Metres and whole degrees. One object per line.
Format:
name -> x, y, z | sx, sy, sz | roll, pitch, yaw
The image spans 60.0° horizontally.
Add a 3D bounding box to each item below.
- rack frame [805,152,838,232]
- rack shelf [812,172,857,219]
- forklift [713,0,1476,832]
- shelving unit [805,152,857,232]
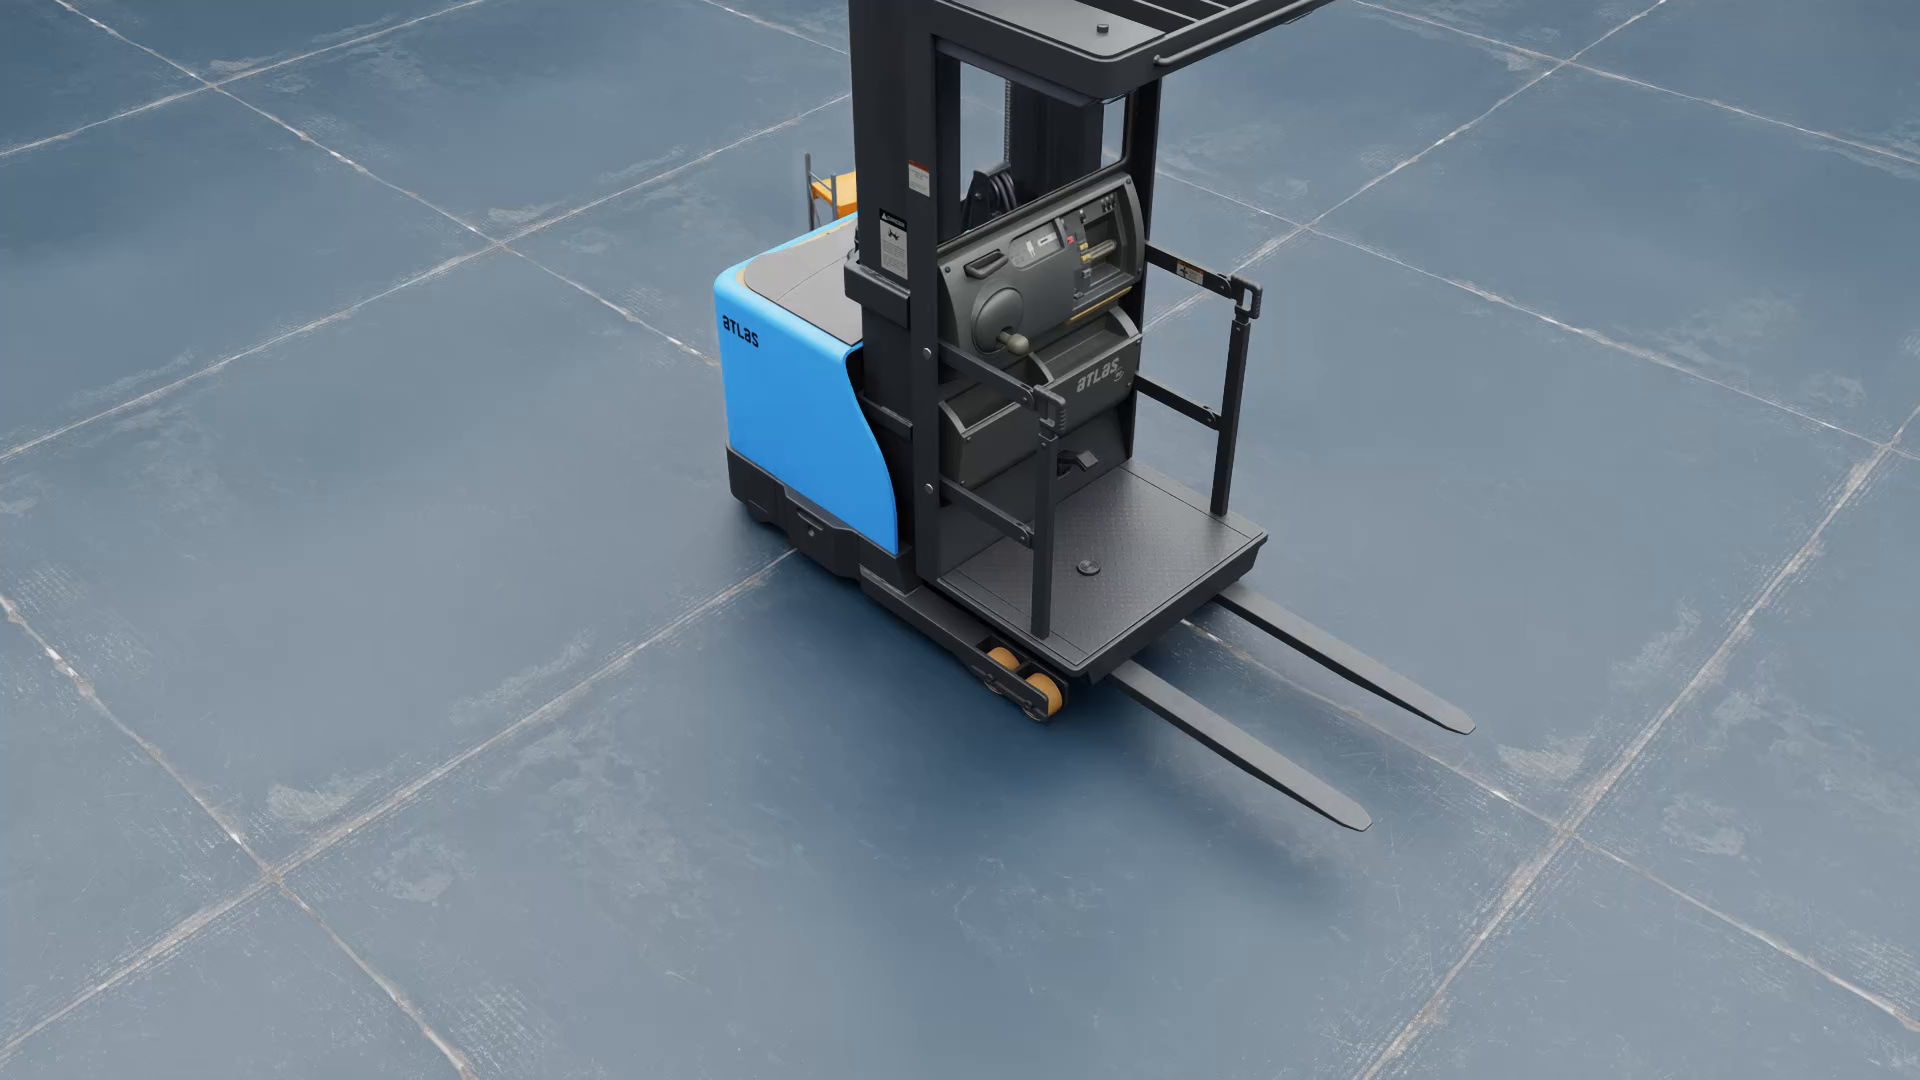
rack frame -> -0.568, -1.057, 7.115 | 0.015, 1.200, 0.240 | -22, 43, -25
rack shelf -> -0.362, -1.446, 6.973 | 0.480, 0.148, 0.258 | -22, 43, -25
forklift -> 0.441, -0.870, 5.489 | 1.130, 2.935, 3.031 | -32, 48, -33
shelving unit -> -0.362, -1.138, 7.217 | 0.503, 1.200, 0.258 | -22, 43, -25
